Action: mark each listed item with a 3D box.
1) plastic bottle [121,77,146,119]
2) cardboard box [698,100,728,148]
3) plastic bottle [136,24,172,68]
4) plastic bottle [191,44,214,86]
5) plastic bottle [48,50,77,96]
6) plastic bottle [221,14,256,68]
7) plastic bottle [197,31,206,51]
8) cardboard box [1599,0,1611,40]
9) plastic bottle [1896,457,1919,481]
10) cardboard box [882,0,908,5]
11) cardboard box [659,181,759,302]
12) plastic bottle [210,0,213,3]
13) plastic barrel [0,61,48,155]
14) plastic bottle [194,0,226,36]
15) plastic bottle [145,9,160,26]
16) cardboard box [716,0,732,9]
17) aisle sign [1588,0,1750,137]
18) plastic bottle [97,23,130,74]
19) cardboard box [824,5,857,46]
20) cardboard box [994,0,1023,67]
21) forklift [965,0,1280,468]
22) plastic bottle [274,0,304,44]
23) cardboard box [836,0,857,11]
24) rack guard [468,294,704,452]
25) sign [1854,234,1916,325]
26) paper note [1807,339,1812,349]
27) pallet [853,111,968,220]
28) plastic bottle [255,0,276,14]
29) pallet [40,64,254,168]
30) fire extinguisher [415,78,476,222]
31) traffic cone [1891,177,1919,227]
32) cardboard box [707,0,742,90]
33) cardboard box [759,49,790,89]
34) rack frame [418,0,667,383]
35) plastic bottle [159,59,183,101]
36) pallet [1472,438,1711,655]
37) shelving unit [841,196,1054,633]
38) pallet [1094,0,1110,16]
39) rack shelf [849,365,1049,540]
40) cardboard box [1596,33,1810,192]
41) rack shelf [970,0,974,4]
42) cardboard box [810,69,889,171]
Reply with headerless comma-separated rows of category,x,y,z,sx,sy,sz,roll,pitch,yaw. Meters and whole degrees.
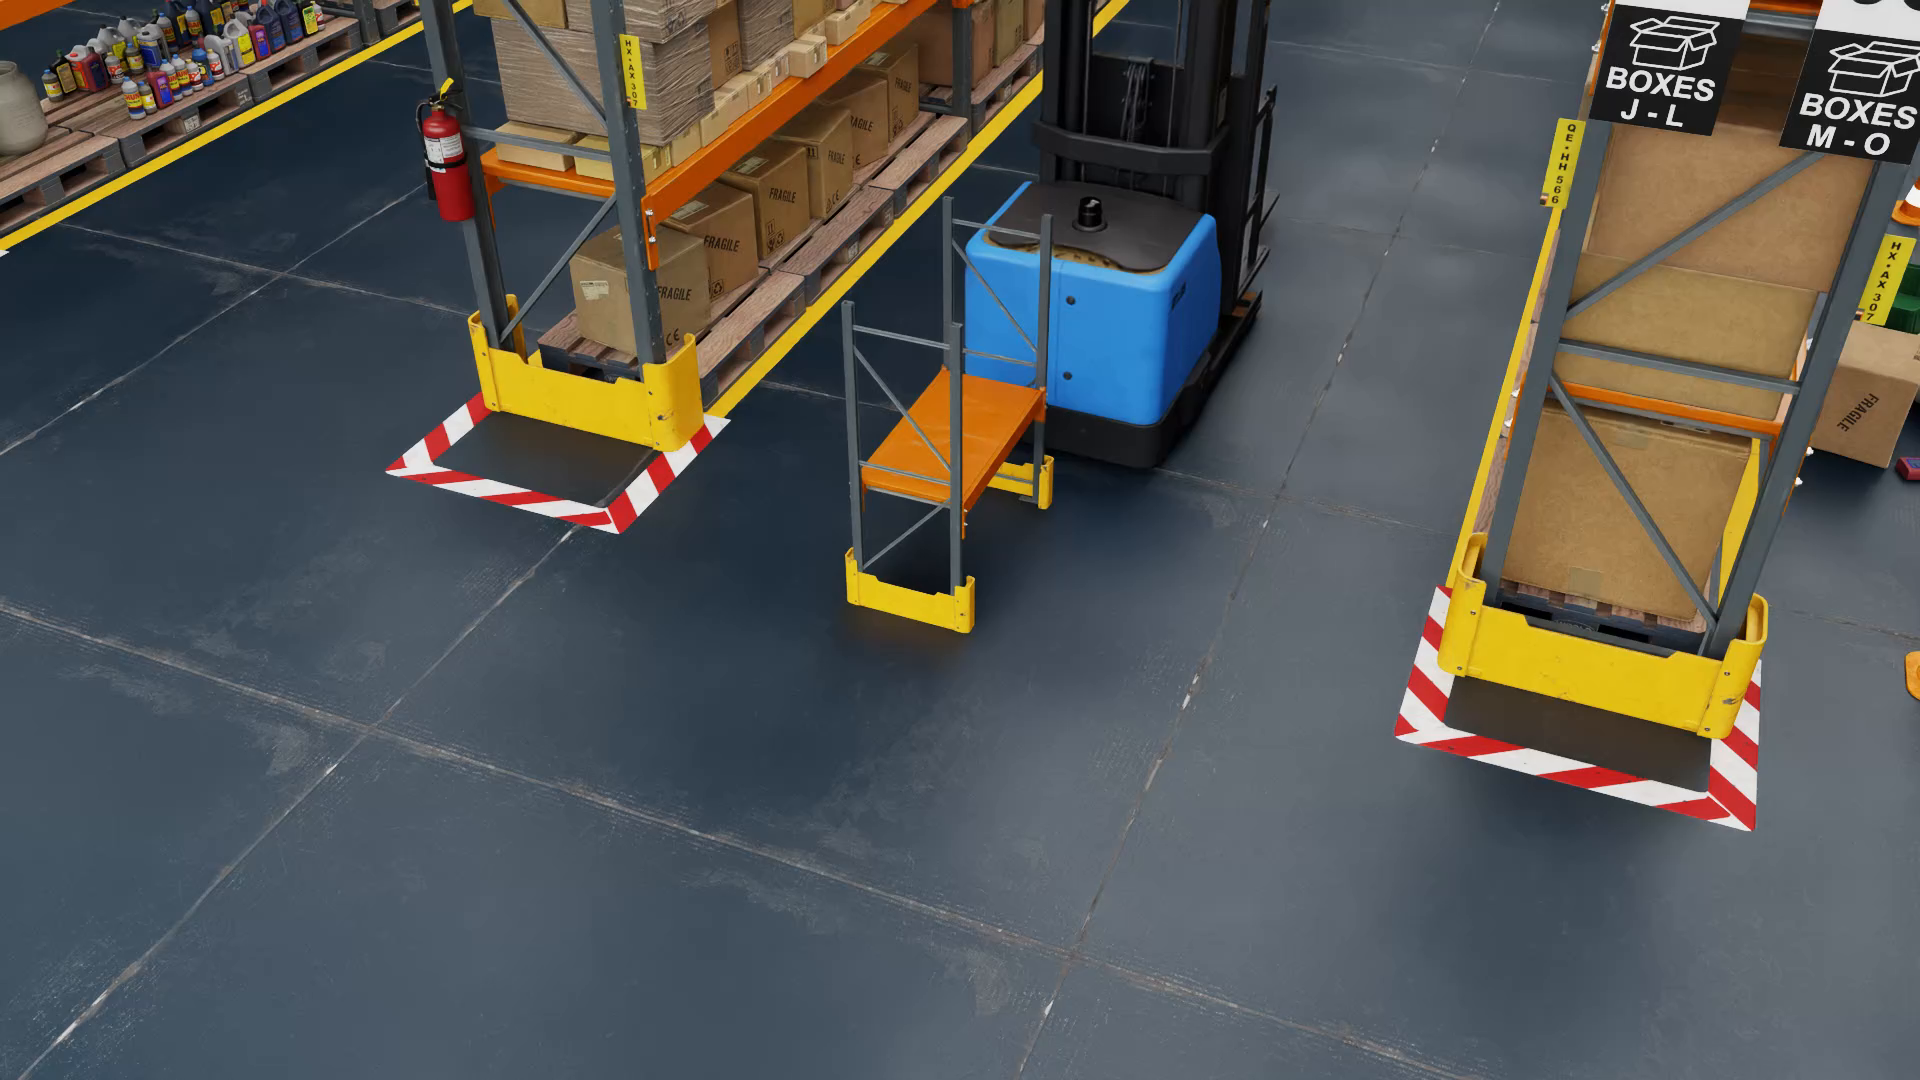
plastic bottle,-5.532,-2.961,11.117,0.097,0.271,0.097,0,37,0
cardboard box,-1.379,-2.088,8.248,0.380,0.149,0.250,14,39,18
plastic bottle,-5.766,-3.533,11.878,0.152,0.276,0.135,14,39,18
plastic bottle,-5.287,-3.318,11.595,0.097,0.271,0.097,0,37,0
plastic bottle,-6.189,-3.218,11.452,0.061,0.283,0.133,15,39,19
plastic bottle,-5.163,-3.567,11.862,0.144,0.351,0.185,14,39,17
plastic bottle,-5.327,-3.475,11.795,0.061,0.283,0.133,14,39,18
cardboard box,4.664,-3.010,10.800,1.050,0.750,0.750,14,39,18
plastic bottle,4.771,-0.347,8.163,0.283,0.061,0.133,1,37,2
cardboard box,-0.465,-3.320,9.896,0.380,0.149,0.250,14,39,18
cardboard box,-1.481,-1.664,9.208,0.500,0.500,0.500,25,43,29
plastic bottle,-5.613,-3.983,12.481,0.152,0.276,0.135,15,39,19
plastic barrel,-6.140,-2.776,10.685,0.421,0.512,0.421,0,37,0
plastic bottle,-5.546,-3.889,12.293,0.144,0.351,0.185,14,39,18
plastic bottle,-5.852,-3.709,12.108,0.061,0.283,0.133,16,40,20
cardboard box,-1.272,-2.894,7.949,0.500,0.500,0.500,14,39,18
aisle sign,2.314,-1.701,5.349,0.394,0.787,0.004,14,39,18
plastic bottle,-5.984,-3.479,11.745,0.144,0.351,0.185,15,39,20
cardboard box,-0.802,-2.917,9.357,0.380,0.149,0.250,14,39,18
cardboard box,0.044,-3.801,12.050,0.700,0.500,0.500,14,39,17
forklift,1.060,-2.403,8.516,1.130,2.935,3.031,15,39,19
plastic bottle,-4.967,-3.852,12.244,0.144,0.351,0.185,13,39,17
cardboard box,-0.956,-3.387,9.443,0.875,0.500,0.500,14,39,18
rack guard,-1.901,-0.857,8.479,1.175,0.500,0.348,14,39,18
sign,3.129,-0.879,5.632,0.100,0.325,0.005,14,39,18
paper note,4.722,-1.078,9.166,0.147,0.020,0.142,-11,38,-14
pallet,-0.631,-2.534,10.964,1.003,0.211,1.213,14,39,18
plastic bottle,-5.100,-3.885,12.288,0.144,0.351,0.185,14,39,18
pallet,-5.745,-3.002,11.590,1.003,0.211,1.213,14,39,18
fire extinguisher,-2.400,-1.827,7.753,0.296,0.674,0.183,14,39,18
traffic cone,6.047,-2.228,10.344,0.336,0.463,0.334,14,39,18
cardboard box,-1.616,-2.578,8.362,0.875,0.500,0.500,14,39,18
cardboard box,-1.132,-2.513,8.816,0.380,0.149,0.250,14,39,18
rack frame,-1.930,-1.816,7.675,1.000,3.000,0.127,14,39,18
plastic bottle,-5.402,-3.151,11.371,0.097,0.271,0.097,0,37,0
pallet,2.850,0.026,7.539,1.003,0.211,1.213,14,39,18
shelving unit,-0.029,-0.559,7.245,0.587,1.500,1.083,14,39,18
pallet,0.815,-4.696,13.857,1.003,0.211,1.213,14,39,18
rack shelf,-0.032,-0.409,7.345,0.538,0.185,1.000,14,39,18
cardboard box,2.919,-1.645,6.419,0.875,0.550,0.550,14,39,18
rack shelf,0.353,-4.850,12.334,1.077,0.370,4.000,14,39,18
cardboard box,-0.808,-2.667,10.550,0.500,0.500,0.500,27,45,32
